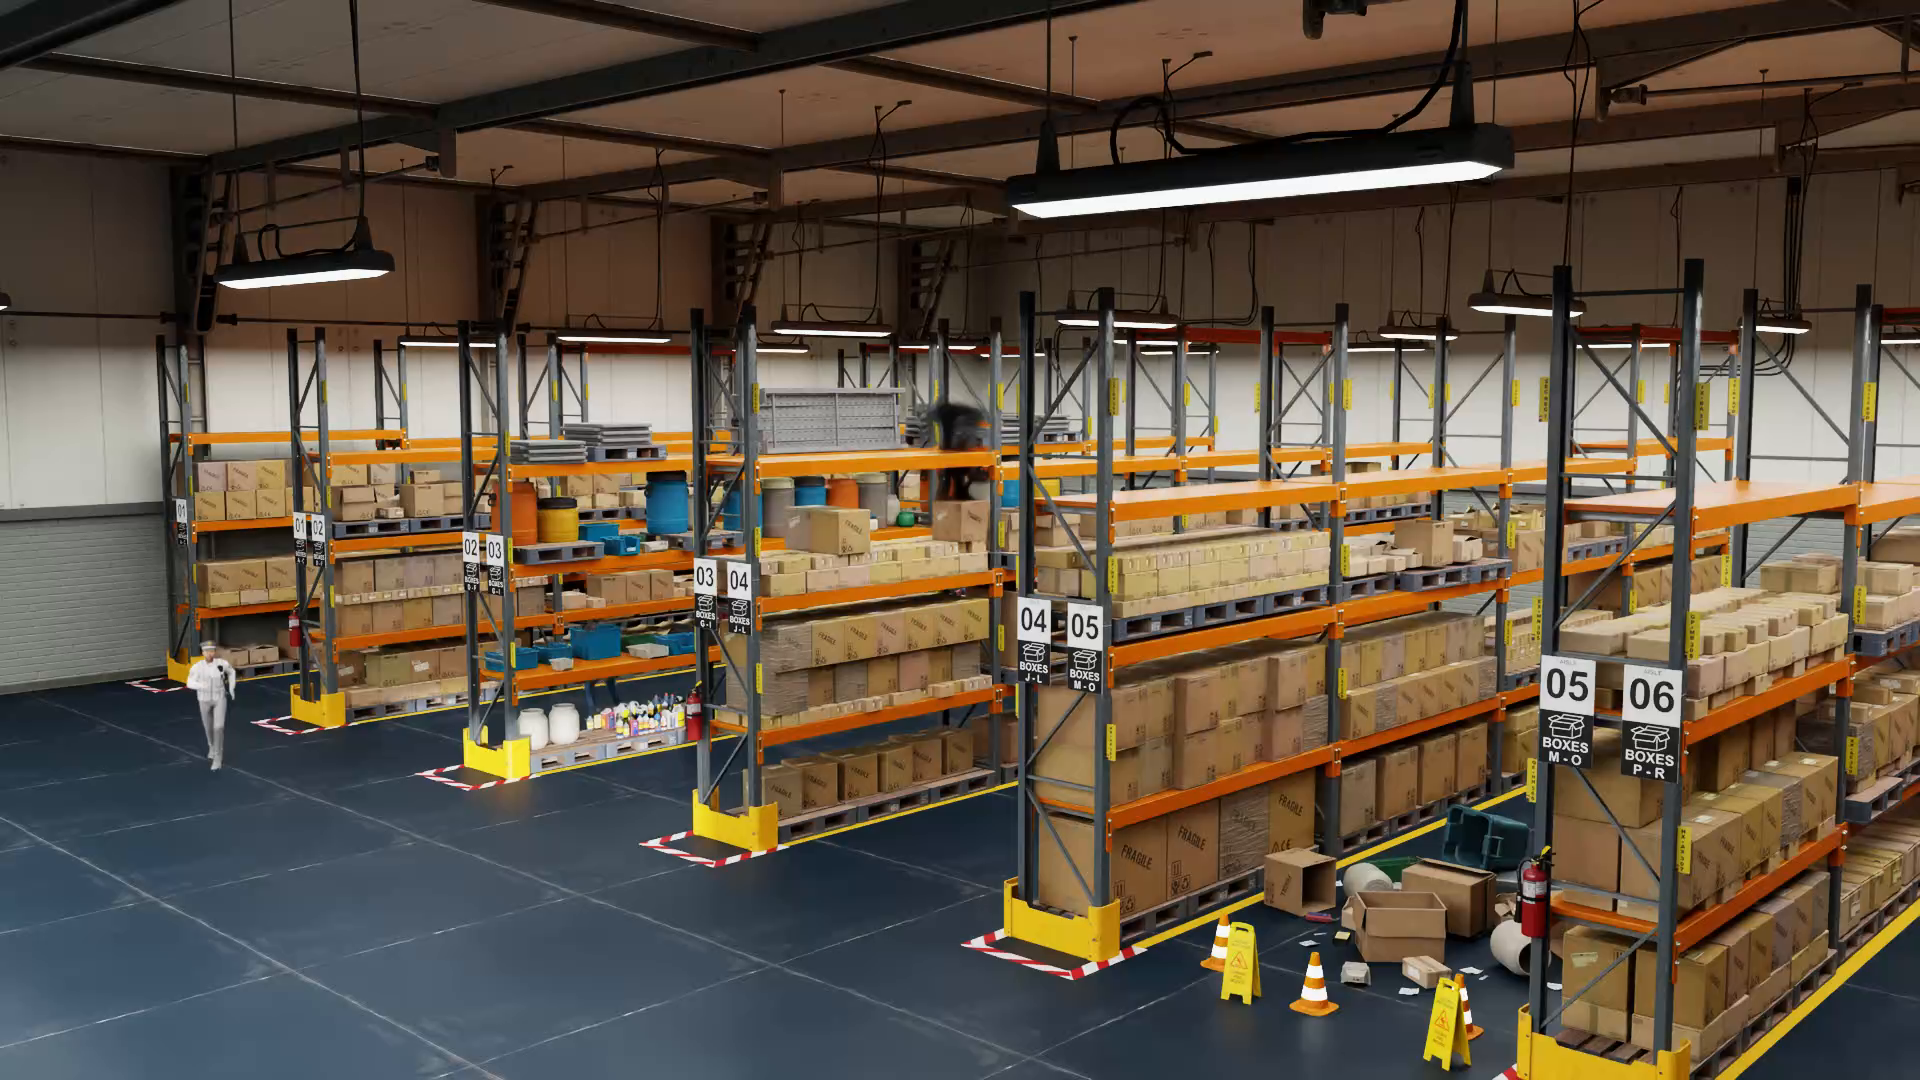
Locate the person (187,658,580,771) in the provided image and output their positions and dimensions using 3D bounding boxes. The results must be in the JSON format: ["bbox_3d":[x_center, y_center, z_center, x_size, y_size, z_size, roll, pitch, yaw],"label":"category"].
[{"bbox_3d":[-7.826,2.295,22.846,5.148,1.495,1.570,-2,6,-17],"label":"person"}]

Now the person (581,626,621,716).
[{"bbox_3d":[4.834,0.931,25.885,20.412,3.497,6.669,1,6,15],"label":"person"}]
